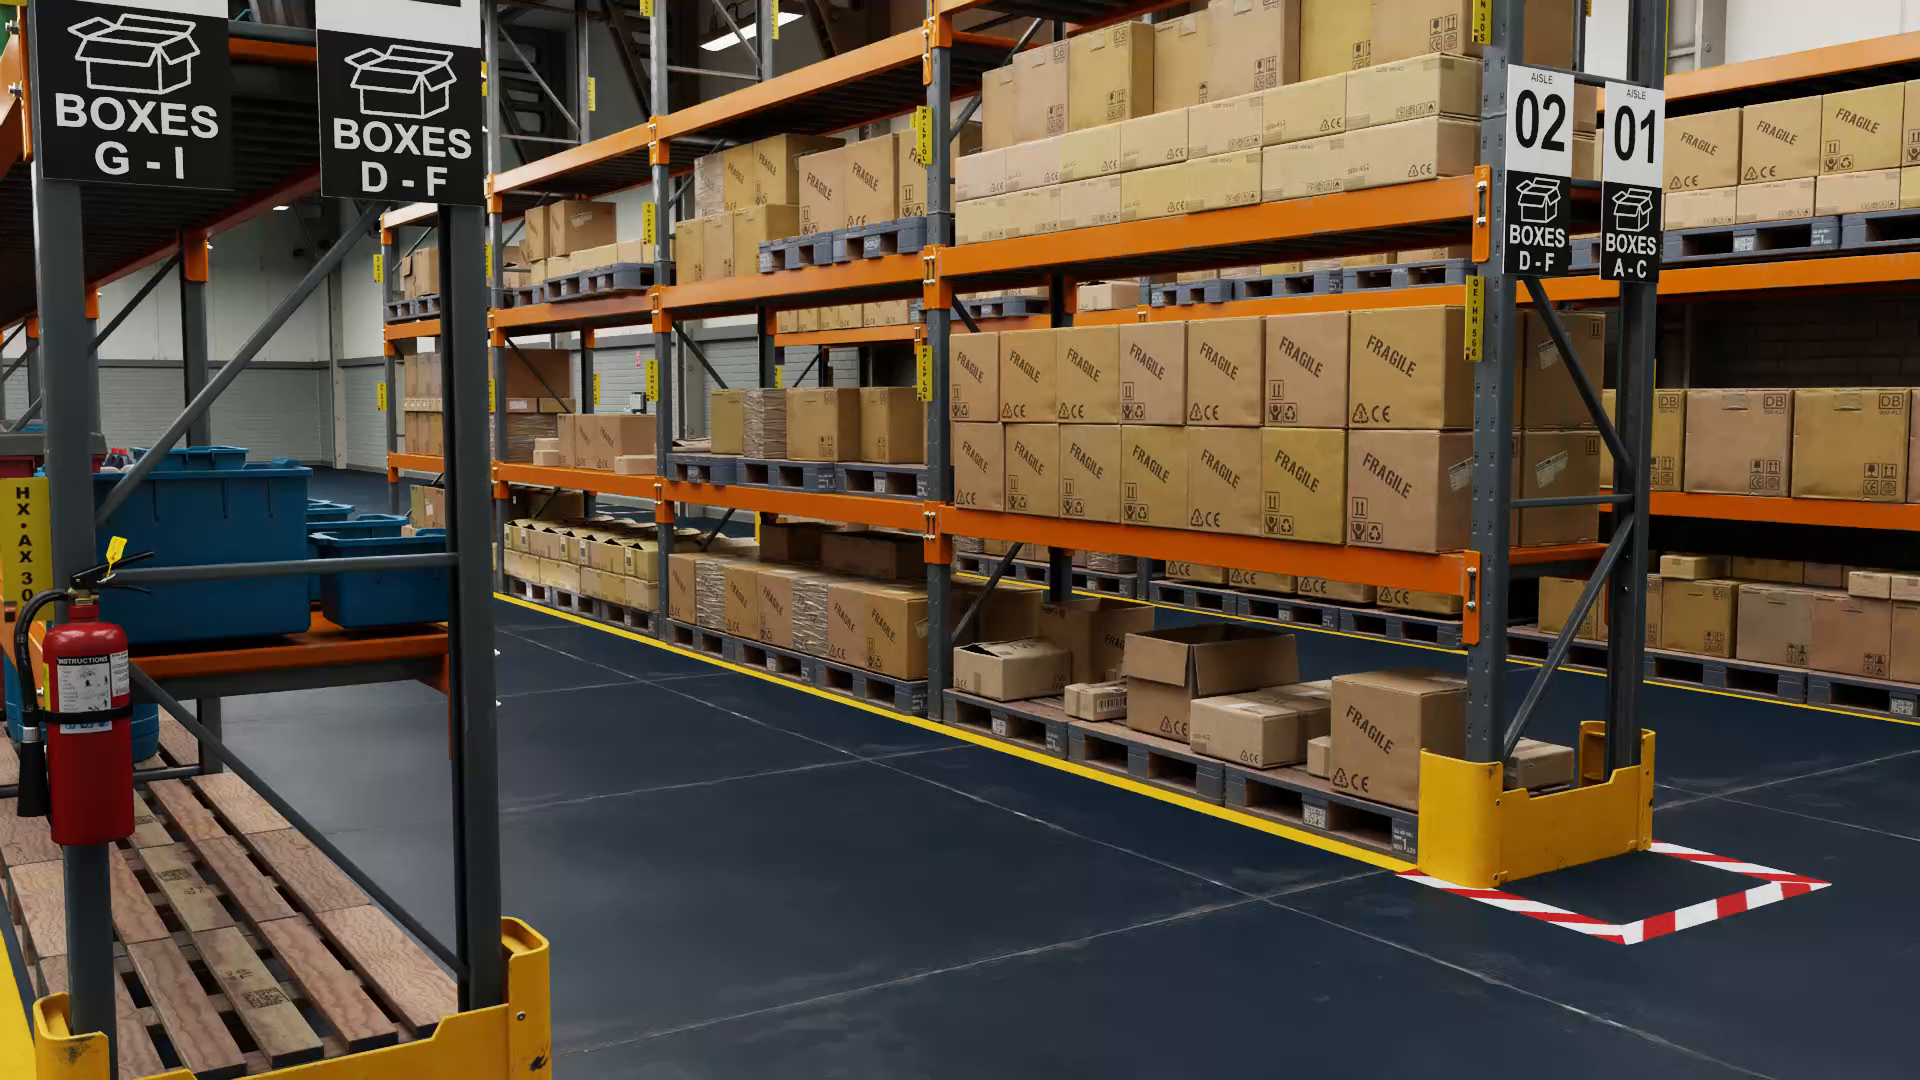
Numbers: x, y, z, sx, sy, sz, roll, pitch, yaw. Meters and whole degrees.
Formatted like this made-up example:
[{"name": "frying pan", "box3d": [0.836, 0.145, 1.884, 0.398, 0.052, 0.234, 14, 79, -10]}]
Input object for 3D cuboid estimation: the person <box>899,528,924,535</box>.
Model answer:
[{"name": "person", "box3d": [-0.324, -0.179, 15.188, 0.547, 1.666, 0.473, -3, 6, -34]}]
